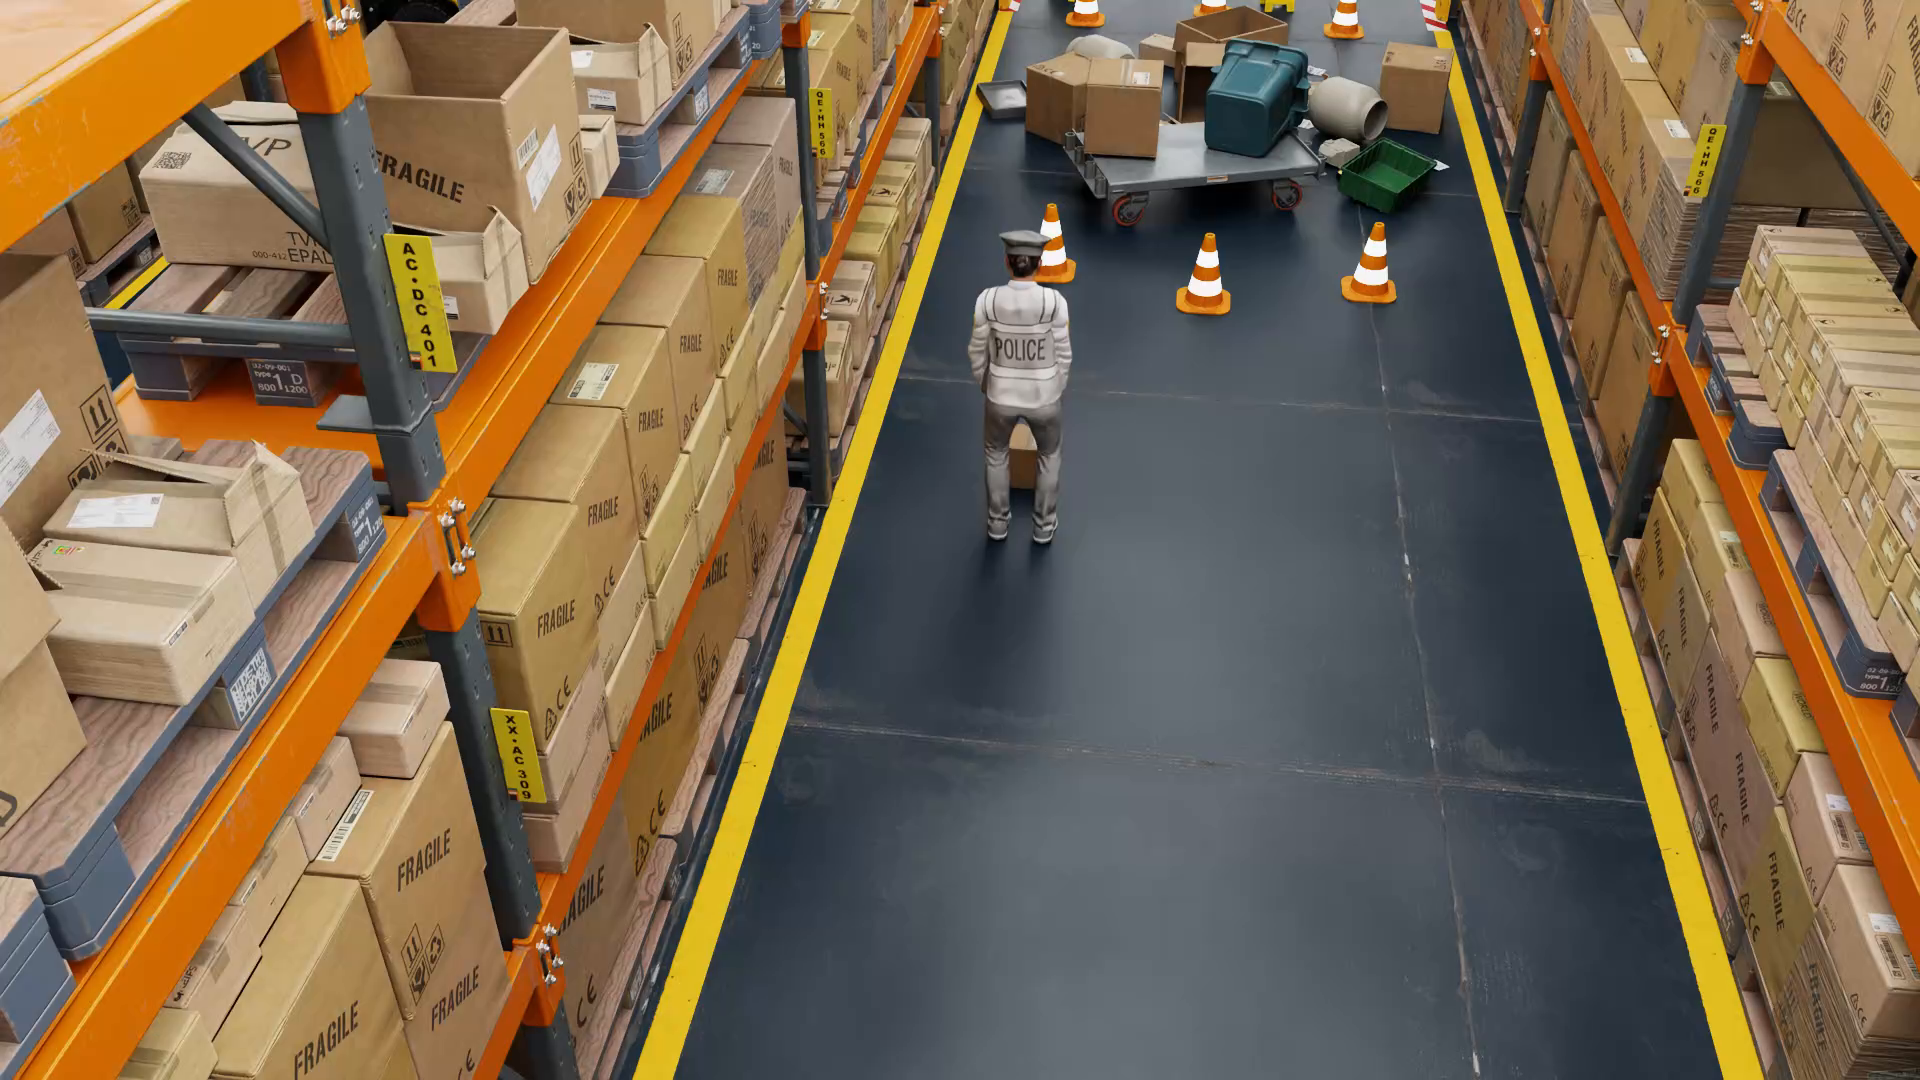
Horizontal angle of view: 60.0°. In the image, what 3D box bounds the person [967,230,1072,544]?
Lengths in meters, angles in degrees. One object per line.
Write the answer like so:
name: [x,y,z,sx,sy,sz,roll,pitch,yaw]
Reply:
person: [0.287,-0.720,8.059,0.500,1.626,0.446,5,37,7]
